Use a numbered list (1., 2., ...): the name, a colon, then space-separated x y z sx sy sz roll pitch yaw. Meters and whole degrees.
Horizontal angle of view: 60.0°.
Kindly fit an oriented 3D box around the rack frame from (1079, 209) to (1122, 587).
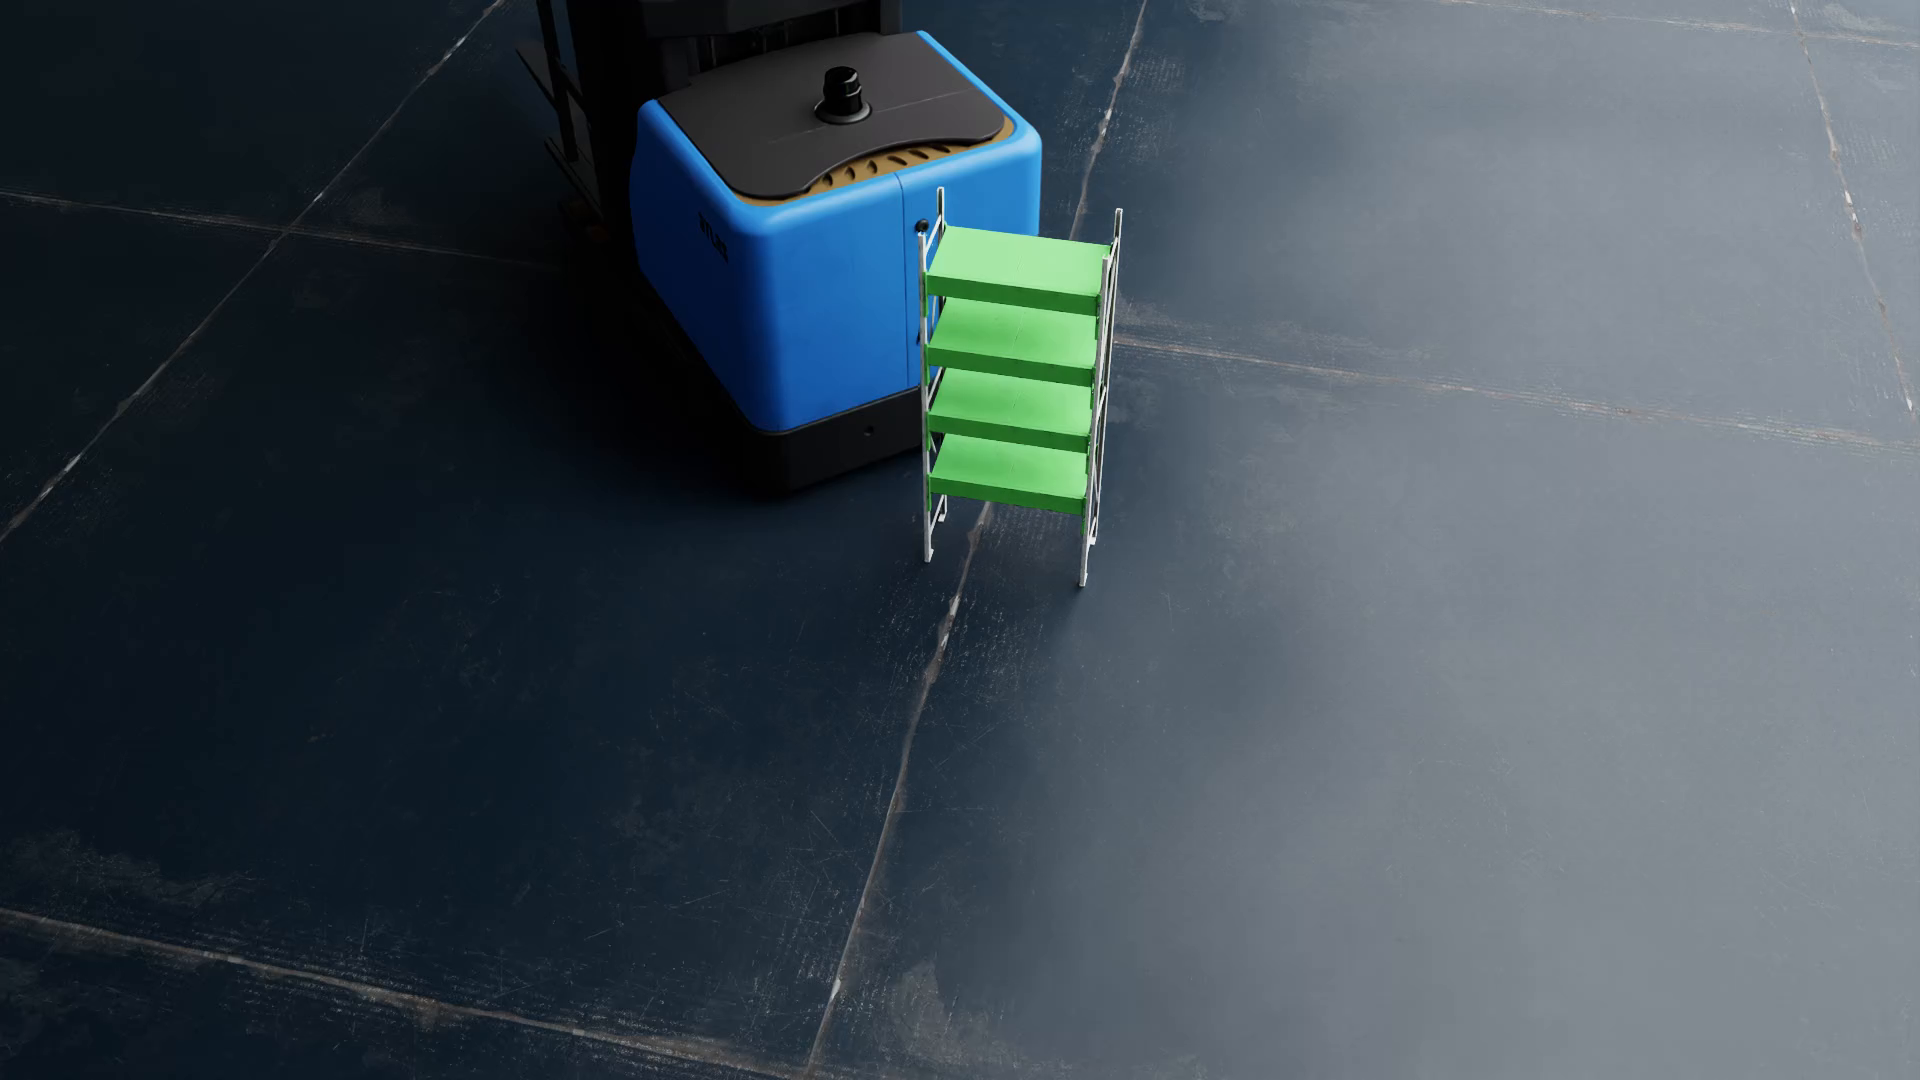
1. rack frame: 0.400 -0.370 4.769 0.015 1.200 0.240 9 45 9

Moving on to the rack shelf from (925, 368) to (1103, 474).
1. rack shelf: 0.162 -0.361 4.852 0.480 0.148 0.258 9 45 9

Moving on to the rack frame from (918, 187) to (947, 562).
1. rack frame: -0.077 -0.444 4.846 0.015 1.200 0.240 9 45 9

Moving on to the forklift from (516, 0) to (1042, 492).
1. forklift: -0.887 -2.226 5.449 1.130 2.935 3.031 -21 48 -20

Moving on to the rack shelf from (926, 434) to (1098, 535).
1. rack shelf: 0.162 -0.188 5.019 0.480 0.148 0.258 9 45 9

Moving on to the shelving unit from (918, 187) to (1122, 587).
1. shelving unit: 0.162 -0.407 4.808 0.503 1.200 0.258 9 45 9

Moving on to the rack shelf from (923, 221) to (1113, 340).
1. rack shelf: 0.162 -0.707 4.519 0.480 0.148 0.258 9 45 9

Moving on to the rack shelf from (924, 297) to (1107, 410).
1. rack shelf: 0.162 -0.534 4.686 0.480 0.148 0.258 9 45 9
